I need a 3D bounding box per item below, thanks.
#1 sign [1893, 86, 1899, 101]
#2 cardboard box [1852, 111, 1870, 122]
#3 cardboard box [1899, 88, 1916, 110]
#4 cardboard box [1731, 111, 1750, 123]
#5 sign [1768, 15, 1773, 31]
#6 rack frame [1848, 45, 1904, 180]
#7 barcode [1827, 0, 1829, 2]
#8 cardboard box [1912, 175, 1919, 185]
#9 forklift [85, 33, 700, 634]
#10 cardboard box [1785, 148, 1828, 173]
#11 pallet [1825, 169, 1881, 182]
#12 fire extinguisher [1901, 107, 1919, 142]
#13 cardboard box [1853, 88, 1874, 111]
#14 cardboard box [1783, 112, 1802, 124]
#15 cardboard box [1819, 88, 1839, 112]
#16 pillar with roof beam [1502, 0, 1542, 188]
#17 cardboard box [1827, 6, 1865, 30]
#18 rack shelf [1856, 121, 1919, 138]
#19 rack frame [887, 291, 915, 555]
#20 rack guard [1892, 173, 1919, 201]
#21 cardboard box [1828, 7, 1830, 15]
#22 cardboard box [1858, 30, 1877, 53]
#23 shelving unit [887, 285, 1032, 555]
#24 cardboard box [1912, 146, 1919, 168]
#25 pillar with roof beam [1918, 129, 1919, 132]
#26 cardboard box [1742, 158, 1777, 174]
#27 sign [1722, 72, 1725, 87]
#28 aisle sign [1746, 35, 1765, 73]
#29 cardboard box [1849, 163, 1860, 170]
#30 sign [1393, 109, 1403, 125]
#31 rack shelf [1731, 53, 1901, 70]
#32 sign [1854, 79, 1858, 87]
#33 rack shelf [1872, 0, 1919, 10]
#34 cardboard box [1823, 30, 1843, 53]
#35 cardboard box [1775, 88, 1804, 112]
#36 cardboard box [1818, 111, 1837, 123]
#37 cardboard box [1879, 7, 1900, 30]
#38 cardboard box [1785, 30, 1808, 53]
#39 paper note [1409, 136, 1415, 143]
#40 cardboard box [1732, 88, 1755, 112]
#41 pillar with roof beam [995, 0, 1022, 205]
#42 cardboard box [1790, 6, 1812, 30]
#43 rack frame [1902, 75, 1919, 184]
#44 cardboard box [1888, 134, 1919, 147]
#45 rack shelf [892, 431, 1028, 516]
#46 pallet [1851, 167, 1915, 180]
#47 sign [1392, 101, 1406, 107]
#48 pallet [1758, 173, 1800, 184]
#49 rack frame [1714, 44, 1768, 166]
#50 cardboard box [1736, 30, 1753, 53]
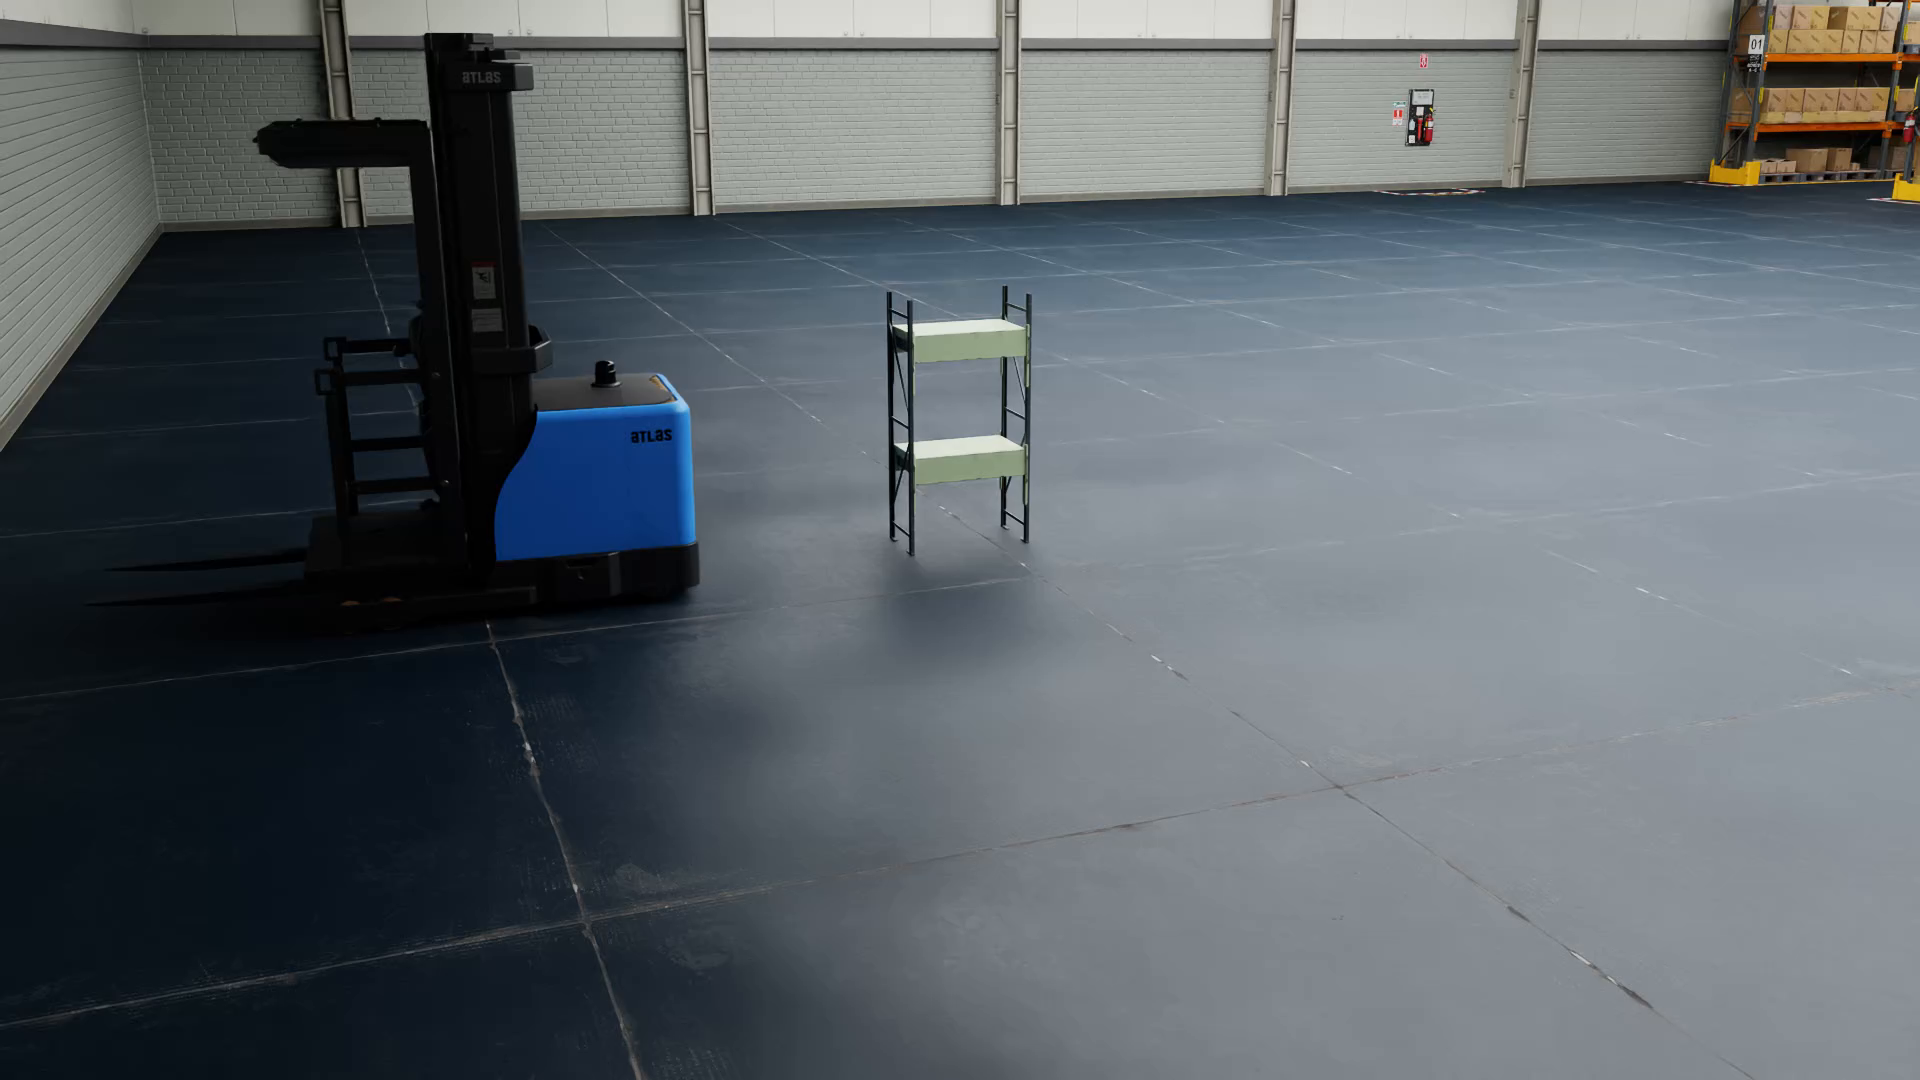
[{"bbox_3d":[21.322,-10.169,37.867,0.005,0.325,0.100,-6,17,-20],"label":"sign"},{"bbox_3d":[20.318,-9.658,37.893,0.500,0.250,0.500,-6,17,-20],"label":"cardboard box"},{"bbox_3d":[22.132,-10.252,38.726,0.500,0.500,0.700,-4,17,-14],"label":"cardboard box"},{"bbox_3d":[17.752,-9.528,37.452,0.500,0.250,0.500,-6,17,-19],"label":"cardboard box"},{"bbox_3d":[17.580,-11.208,36.068,0.005,0.325,0.100,-6,17,-20],"label":"sign"},{"bbox_3d":[21.120,-9.896,38.473,0.127,3.000,1.000,-6,17,-20],"label":"rack frame"},{"bbox_3d":[19.669,-12.219,37.691,0.075,0.075,0.001,-6,17,-20],"label":"barcode"},{"bbox_3d":[19.556,-7.204,33.440,0.500,0.250,0.500,-6,17,-20],"label":"cardboard box"},{"bbox_3d":[-2.990,-1.094,8.623,3.031,2.935,1.130,-5,17,-17],"label":"forklift"},{"bbox_3d":[19.299,-8.669,37.949,0.500,0.500,0.700,-7,18,-24],"label":"cardboard box"},{"bbox_3d":[20.506,-8.481,38.603,1.213,0.211,1.003,-6,17,-20],"label":"pallet"},{"bbox_3d":[18.885,-8.263,33.049,0.183,0.674,0.296,-6,17,-20],"label":"fire extinguisher"},{"bbox_3d":[20.326,-10.012,37.770,0.500,0.500,0.500,-6,17,-20],"label":"cardboard box"},{"bbox_3d":[18.434,-9.452,37.192,0.500,0.250,0.500,-7,18,-22],"label":"cardboard box"},{"bbox_3d":[19.366,-9.912,37.427,0.500,0.500,0.500,-6,17,-18],"label":"cardboard box"},{"bbox_3d":[13.667,-10.932,31.352,0.400,9.000,9.100,-6,17,-20],"label":"pillar with roof beam"},{"bbox_3d":[19.758,-11.637,37.091,0.500,0.500,0.500,-7,18,-22],"label":"cardboard box"},{"bbox_3d":[22.988,-9.752,39.261,4.000,0.370,1.077,-6,17,-20],"label":"rack shelf"},{"bbox_3d":[-0.348,-0.682,9.759,0.023,1.500,0.400,-6,17,-20],"label":"rack frame"},{"bbox_3d":[19.139,-6.988,33.006,0.348,0.500,1.175,-6,17,-20],"label":"rack guard"},{"bbox_3d":[19.141,-11.732,37.414,0.500,0.500,0.500,-6,17,-20],"label":"cardboard box"},{"bbox_3d":[20.261,-11.229,37.476,0.500,0.500,0.500,-8,18,-25],"label":"cardboard box"},{"bbox_3d":[-0.006,-0.719,9.885,0.755,1.500,0.431,-6,17,-20],"label":"shelving unit"},{"bbox_3d":[22.266,-9.051,39.253,0.500,0.500,0.700,-7,18,-21],"label":"cardboard box"},{"bbox_3d":[24.873,-12.141,35.472,0.400,9.000,9.100,-6,17,-20],"label":"pillar with roof beam"},{"bbox_3d":[18.064,-8.460,37.573,0.500,0.311,0.500,-8,18,-26],"label":"cardboard box"},{"bbox_3d":[17.205,-10.348,37.396,0.005,0.325,0.100,-6,17,-20],"label":"sign"},{"bbox_3d":[17.425,-10.654,36.440,0.004,0.787,0.394,-6,17,-20],"label":"aisle sign"},{"bbox_3d":[20.632,-8.686,38.599,0.250,0.166,0.380,-9,18,-27],"label":"cardboard box"},{"bbox_3d":[9.252,-8.935,35.138,0.234,0.329,0.001,-6,17,-20],"label":"sign"},{"bbox_3d":[19.253,-10.788,37.465,4.000,0.370,1.077,-6,17,-20],"label":"rack shelf"},{"bbox_3d":[20.919,-10.597,38.806,0.005,0.325,0.100,-6,17,-20],"label":"sign"},{"bbox_3d":[22.988,-12.439,38.472,4.000,0.370,1.077,-6,17,-20],"label":"rack shelf"},{"bbox_3d":[19.277,-11.115,37.088,0.500,0.500,0.500,-5,17,-17],"label":"cardboard box"},{"bbox_3d":[18.404,-9.806,37.068,0.500,0.500,0.500,-6,17,-20],"label":"cardboard box"},{"bbox_3d":[19.385,-9.552,37.533,0.500,0.250,0.500,-6,17,-20],"label":"cardboard box"},{"bbox_3d":[20.750,-11.750,37.477,0.500,0.500,0.500,-8,18,-25],"label":"cardboard box"},{"bbox_3d":[18.301,-11.002,36.703,0.500,0.500,0.500,-5,17,-16],"label":"cardboard box"},{"bbox_3d":[9.615,-8.524,35.366,0.142,0.148,0.016,-6,17,-20],"label":"paper note"},{"bbox_3d":[17.749,-9.893,37.364,0.500,0.500,0.500,-6,18,-21],"label":"cardboard box"},{"bbox_3d":[2.462,-9.722,27.233,0.400,9.000,9.100,-6,17,-20],"label":"pillar with roof beam"},{"bbox_3d":[18.318,-11.481,36.561,0.500,0.500,0.500,-6,18,-21],"label":"cardboard box"},{"bbox_3d":[19.161,-8.190,32.662,0.127,3.000,1.000,-6,17,-20],"label":"rack frame"},{"bbox_3d":[22.212,-9.391,39.079,0.500,0.250,0.500,-7,18,-21],"label":"cardboard box"},{"bbox_3d":[-0.006,-0.406,9.976,0.720,0.370,0.431,-6,17,-20],"label":"rack shelf"},{"bbox_3d":[21.847,-8.637,39.134,1.213,0.211,1.003,-6,17,-20],"label":"pallet"},{"bbox_3d":[9.260,-9.188,35.057,0.331,0.109,0.001,-6,17,-20],"label":"sign"},{"bbox_3d":[18.228,-8.235,37.766,1.213,0.211,1.003,-6,17,-20],"label":"pallet"},{"bbox_3d":[17.385,-9.492,37.099,0.127,3.000,1.000,-6,17,-20],"label":"rack frame"},{"bbox_3d":[17.684,-11.098,37.030,0.500,0.500,0.500,-5,17,-16],"label":"cardboard box"}]
